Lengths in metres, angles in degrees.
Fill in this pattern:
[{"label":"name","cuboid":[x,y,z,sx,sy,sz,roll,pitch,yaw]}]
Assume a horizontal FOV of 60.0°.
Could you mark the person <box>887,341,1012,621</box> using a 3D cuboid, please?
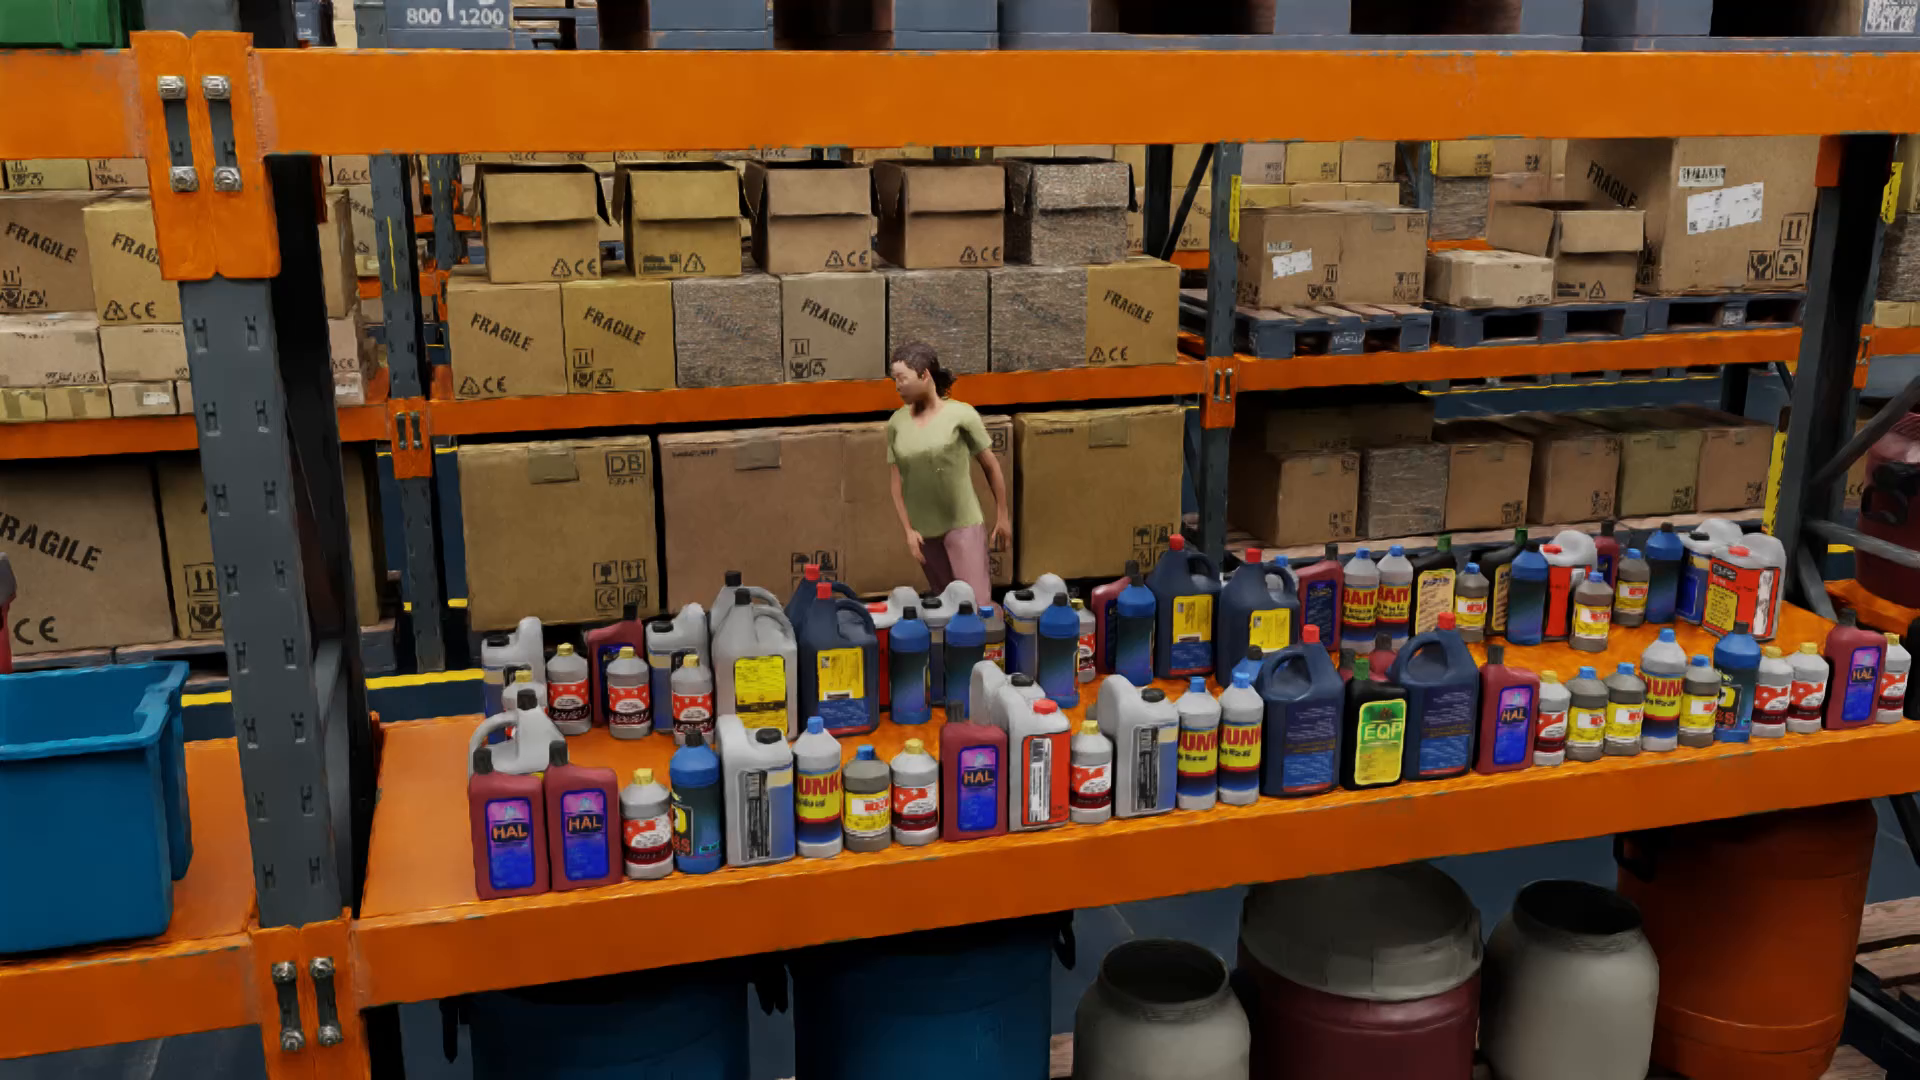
[{"label":"person","cuboid":[-0.013,-0.031,7.139,0.652,1.634,0.494,5,17,16]}]
